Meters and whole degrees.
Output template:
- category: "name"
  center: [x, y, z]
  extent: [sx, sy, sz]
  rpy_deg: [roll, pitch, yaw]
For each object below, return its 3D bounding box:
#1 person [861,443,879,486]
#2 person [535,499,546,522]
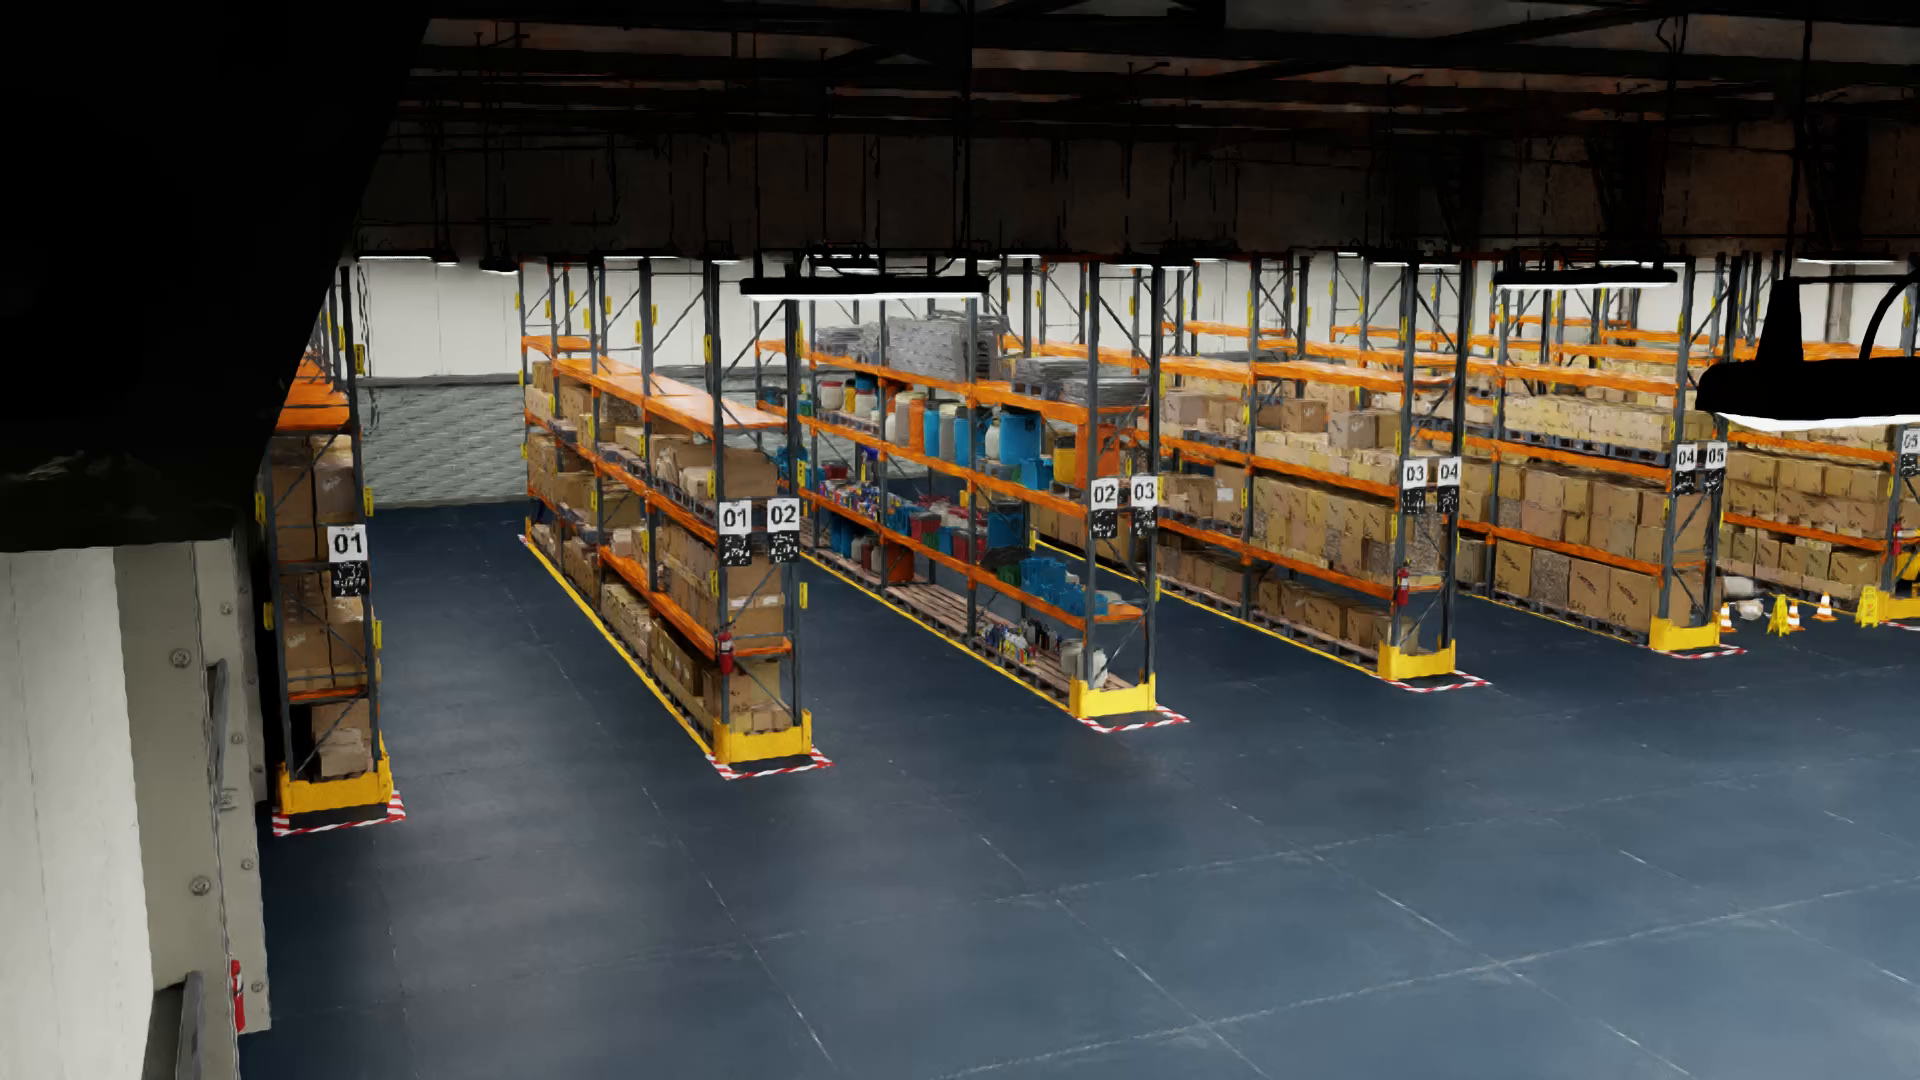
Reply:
- category: "person"
  center: [-2.187, -1.903, 41.025]
  extent: [0.592, 1.604, 0.513]
  rpy_deg: [-5, 11, -24]
- category: "person"
  center: [-9.082, -1.157, 36.952]
  extent: [0.941, 1.596, 0.523]
  rpy_deg: [10, 15, 44]
